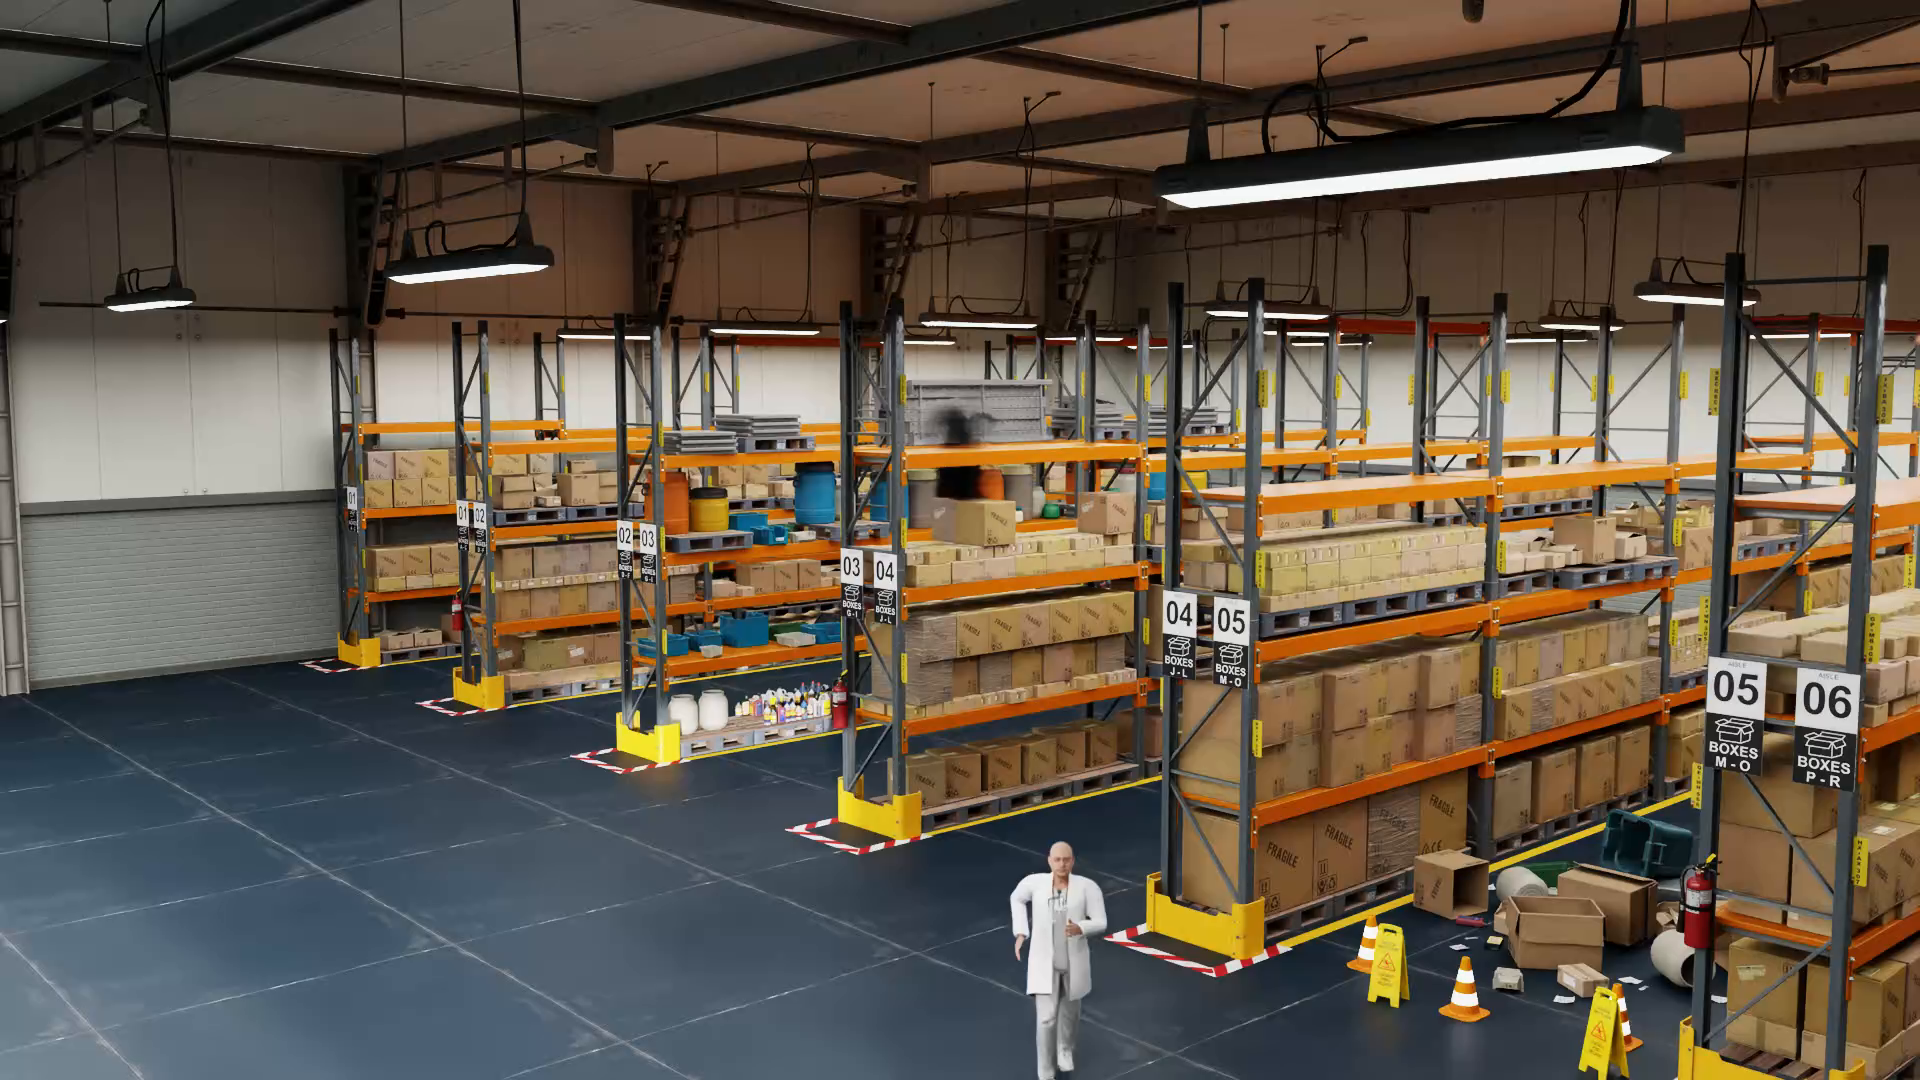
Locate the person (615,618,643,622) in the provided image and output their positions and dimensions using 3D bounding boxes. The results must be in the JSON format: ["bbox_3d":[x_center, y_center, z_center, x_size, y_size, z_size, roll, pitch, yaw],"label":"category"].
[{"bbox_3d":[-5.873,1.319,29.666,0.695,1.780,1.046,5,7,40],"label":"person"}]

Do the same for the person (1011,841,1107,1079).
[{"bbox_3d":[0.718,3.091,12.053,0.673,1.847,0.862,0,6,-2],"label":"person"}]

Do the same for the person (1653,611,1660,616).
[{"bbox_3d":[10.409,1.896,24.686,0.809,1.715,0.669,-5,8,-41],"label":"person"}]
